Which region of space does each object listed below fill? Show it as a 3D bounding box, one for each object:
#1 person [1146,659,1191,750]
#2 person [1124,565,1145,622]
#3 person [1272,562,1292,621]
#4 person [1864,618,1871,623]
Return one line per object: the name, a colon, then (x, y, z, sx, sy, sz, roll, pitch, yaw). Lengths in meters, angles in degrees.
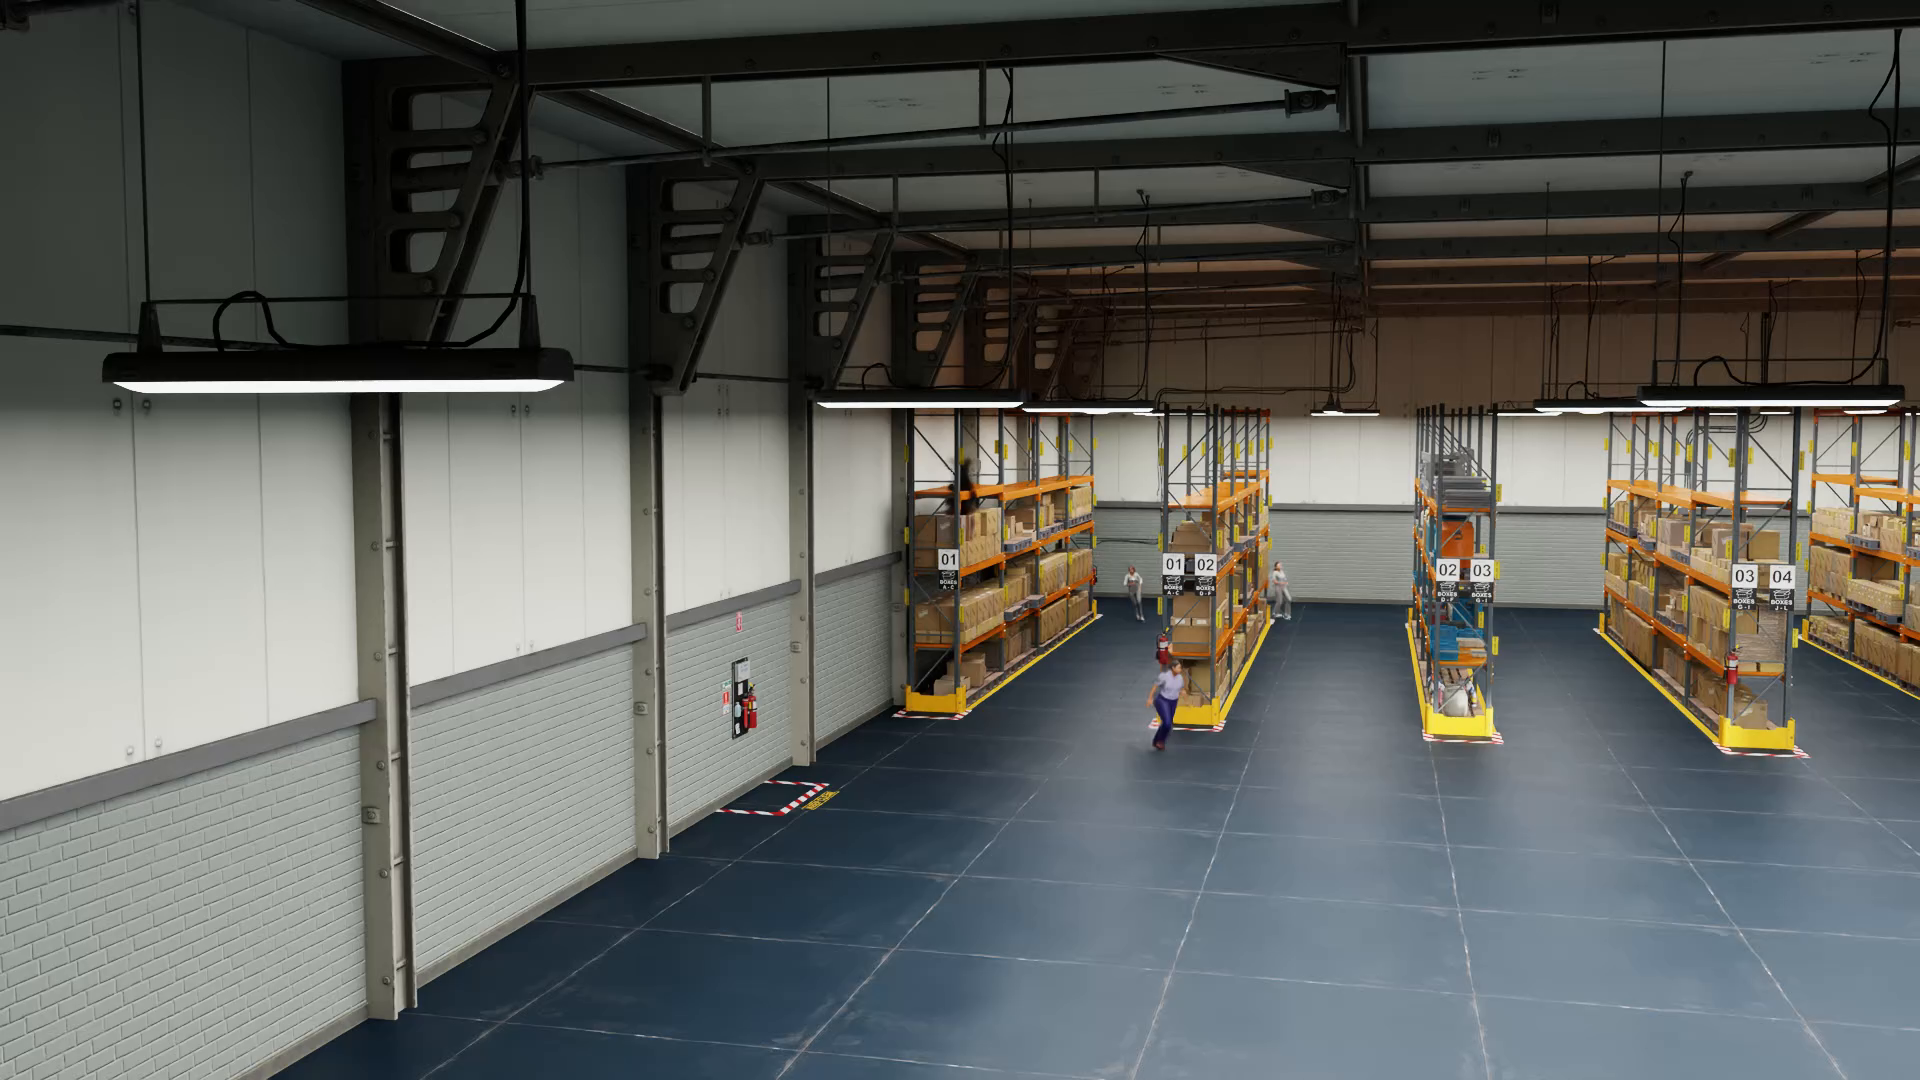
person: (3.588, 2.834, 28.652, 0.594, 1.595, 0.701, -3, 5, -34)
person: (4.934, 1.507, 47.143, 0.587, 1.600, 0.683, 0, 4, 3)
person: (9.119, 1.448, 47.462, 0.558, 1.675, 0.725, -3, 5, -32)
person: (23.882, 1.685, 43.348, 0.723, 1.814, 0.753, -2, 5, -23)
